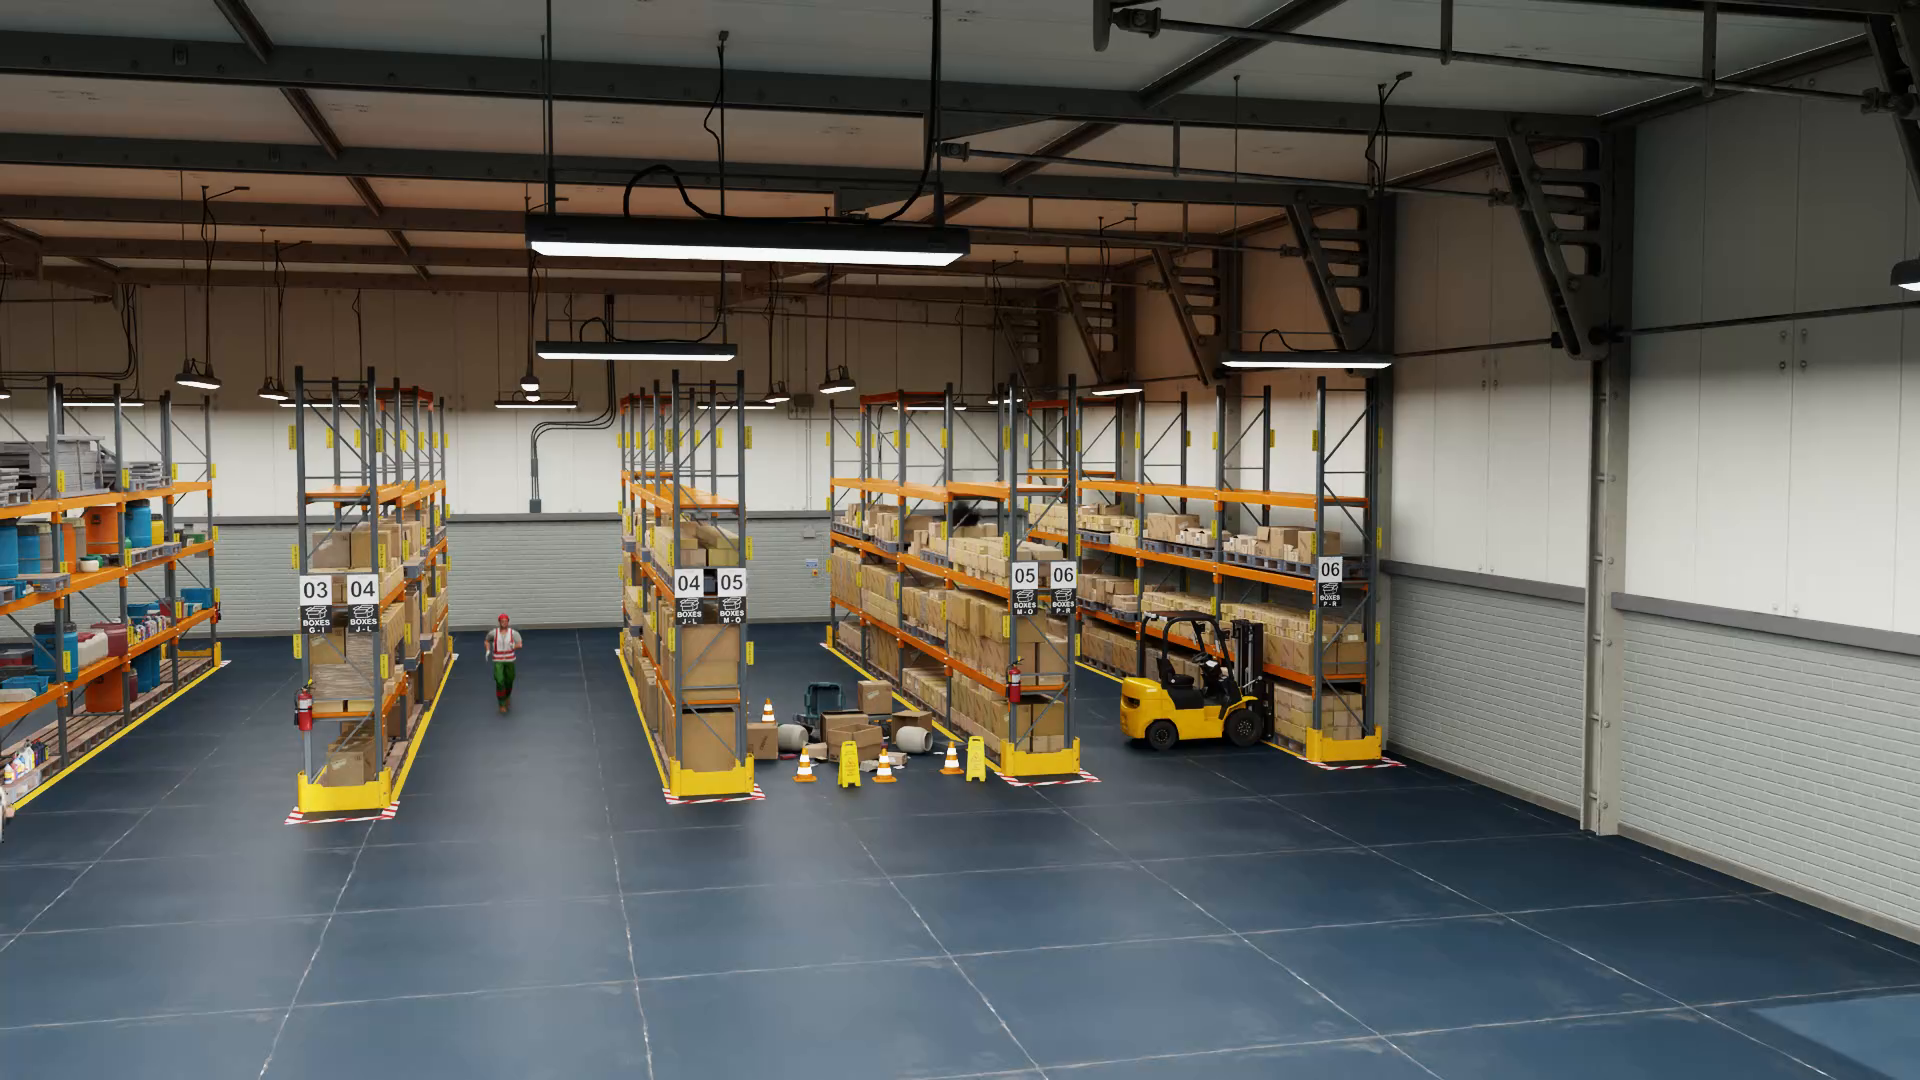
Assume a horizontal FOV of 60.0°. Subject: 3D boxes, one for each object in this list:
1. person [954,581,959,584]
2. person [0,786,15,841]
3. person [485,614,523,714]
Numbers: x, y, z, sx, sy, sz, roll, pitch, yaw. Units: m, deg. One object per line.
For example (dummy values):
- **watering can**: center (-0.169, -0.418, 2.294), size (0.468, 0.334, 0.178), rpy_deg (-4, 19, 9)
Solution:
- **person**: center (-0.119, 1.821, 38.682), size (0.714, 1.745, 0.901), rpy_deg (-2, 4, -27)
- **person**: center (-9.978, 3.129, 16.939), size (0.777, 1.860, 0.624), rpy_deg (1, 4, 18)
- **person**: center (-8.397, 2.247, 30.633), size (0.658, 1.785, 0.983), rpy_deg (-1, 4, -21)
